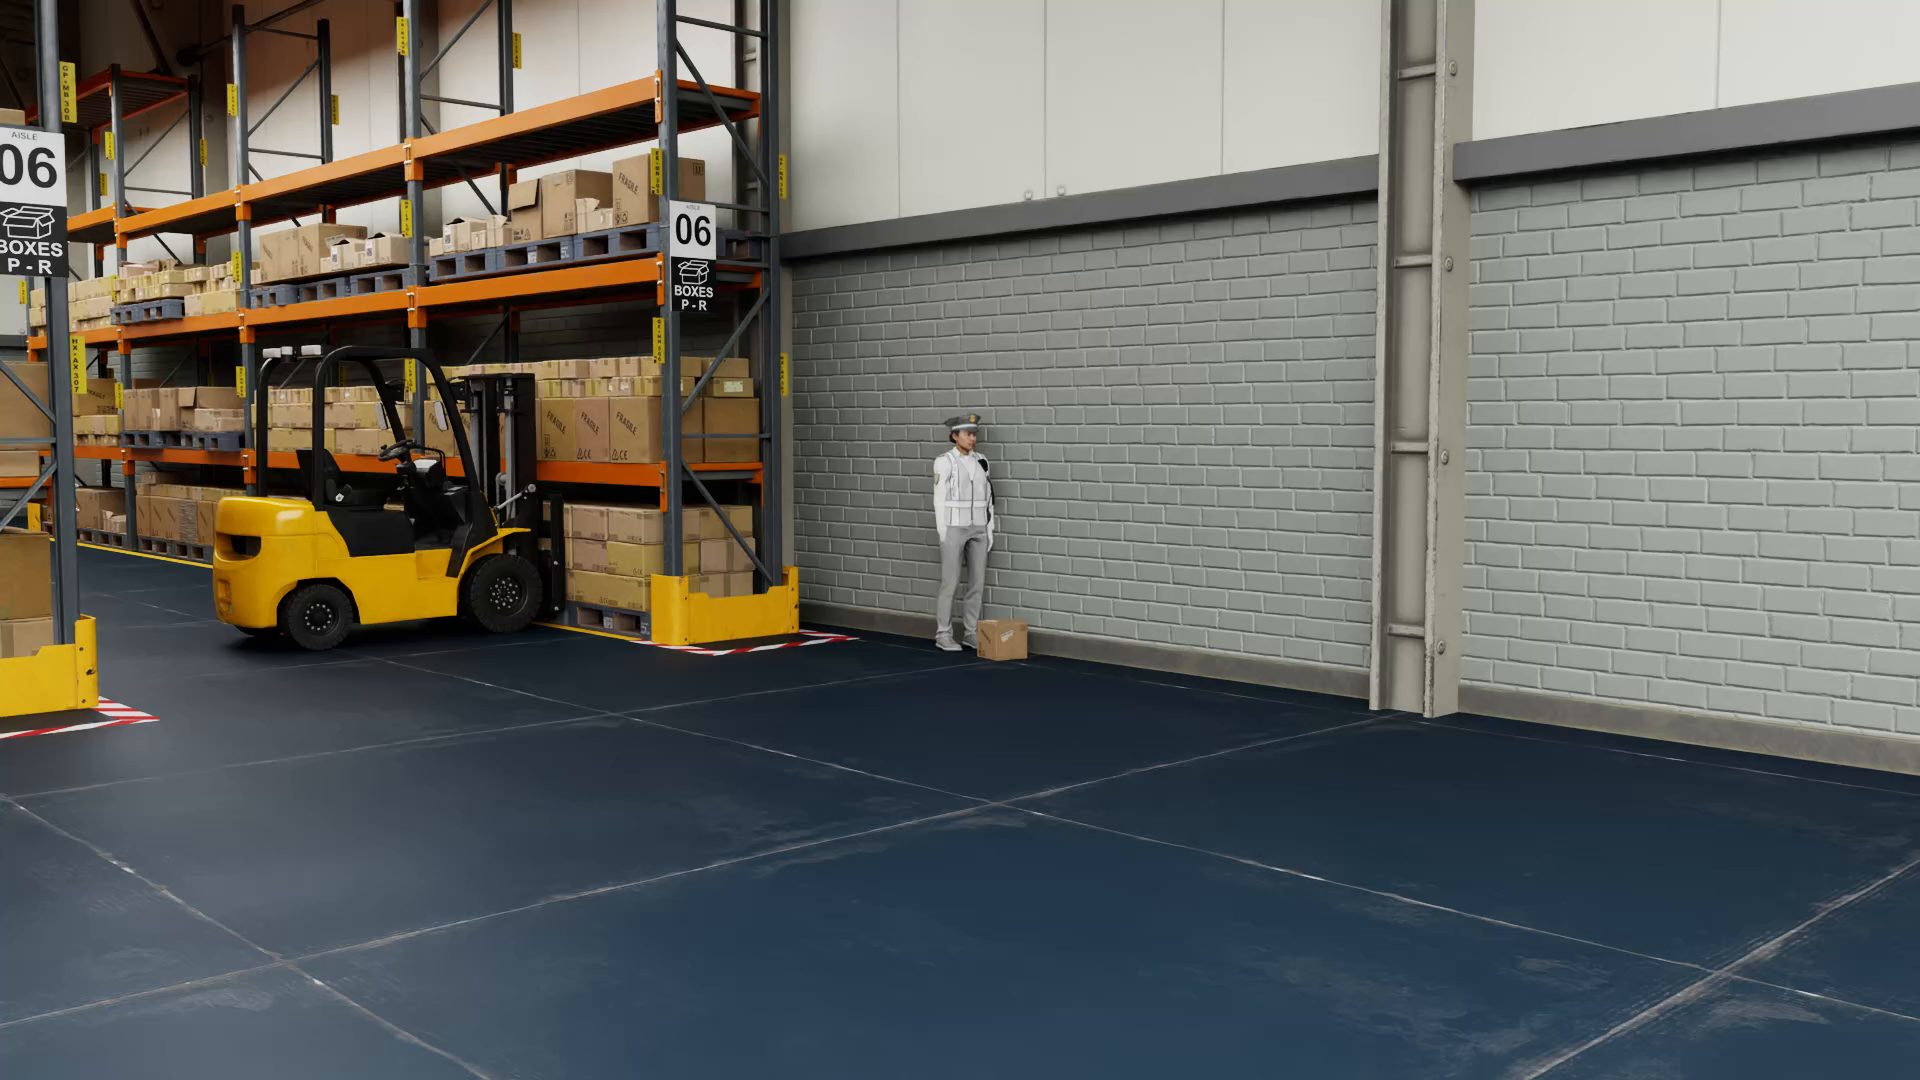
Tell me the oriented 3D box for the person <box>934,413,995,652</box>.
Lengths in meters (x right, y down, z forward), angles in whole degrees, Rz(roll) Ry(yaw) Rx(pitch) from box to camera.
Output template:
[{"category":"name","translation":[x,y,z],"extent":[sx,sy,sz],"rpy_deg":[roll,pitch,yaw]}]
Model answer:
[{"category":"person","translation":[0.041,-0.059,11.801],"extent":[0.466,1.676,0.337],"rpy_deg":[-2,5,-29]}]
